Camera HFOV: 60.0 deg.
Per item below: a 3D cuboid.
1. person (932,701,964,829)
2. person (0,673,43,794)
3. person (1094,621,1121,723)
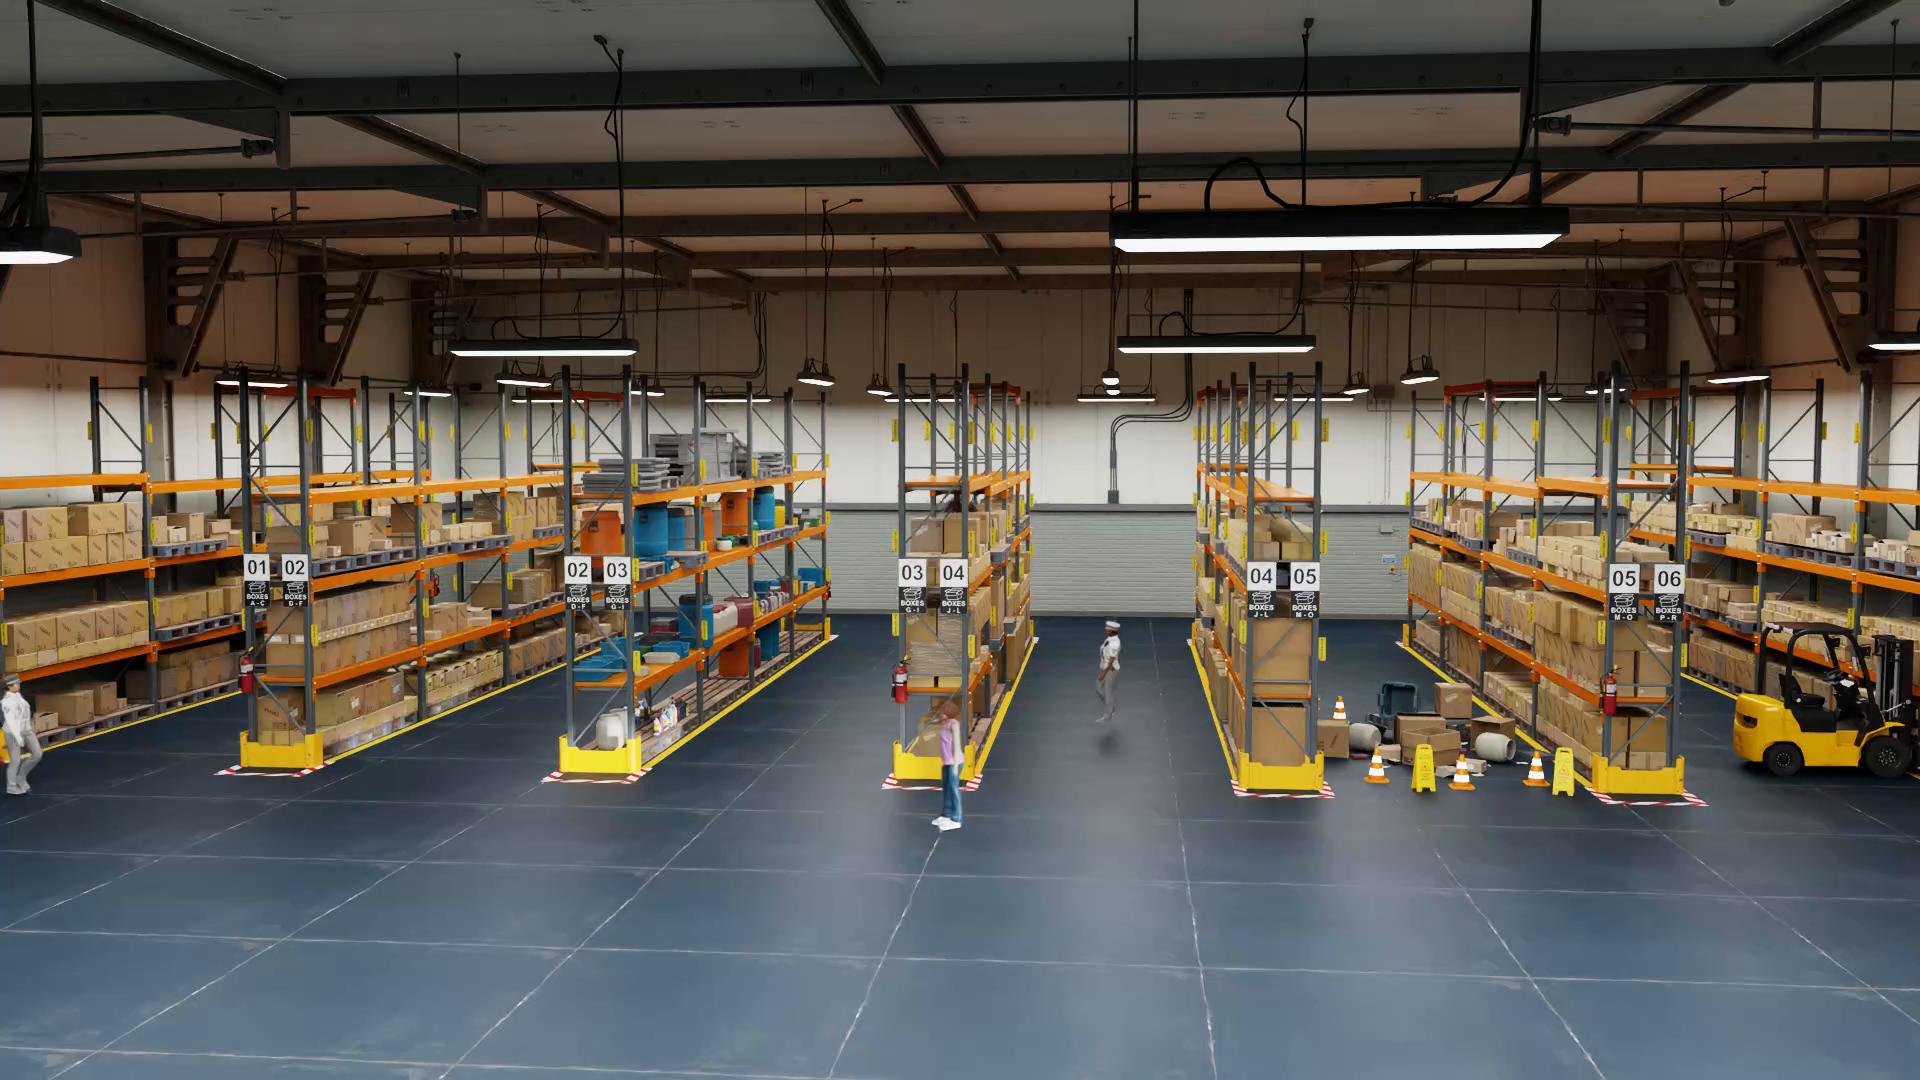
[{"bbox_3d":[-0.149,2.843,21.103,0.381,1.600,0.444,-1,4,-21],"label":"person"},{"bbox_3d":[-13.008,2.675,22.951,0.443,1.675,0.472,1,4,13],"label":"person"},{"bbox_3d":[2.445,2.193,27.666,0.471,1.693,0.530,-1,4,-14],"label":"person"}]
